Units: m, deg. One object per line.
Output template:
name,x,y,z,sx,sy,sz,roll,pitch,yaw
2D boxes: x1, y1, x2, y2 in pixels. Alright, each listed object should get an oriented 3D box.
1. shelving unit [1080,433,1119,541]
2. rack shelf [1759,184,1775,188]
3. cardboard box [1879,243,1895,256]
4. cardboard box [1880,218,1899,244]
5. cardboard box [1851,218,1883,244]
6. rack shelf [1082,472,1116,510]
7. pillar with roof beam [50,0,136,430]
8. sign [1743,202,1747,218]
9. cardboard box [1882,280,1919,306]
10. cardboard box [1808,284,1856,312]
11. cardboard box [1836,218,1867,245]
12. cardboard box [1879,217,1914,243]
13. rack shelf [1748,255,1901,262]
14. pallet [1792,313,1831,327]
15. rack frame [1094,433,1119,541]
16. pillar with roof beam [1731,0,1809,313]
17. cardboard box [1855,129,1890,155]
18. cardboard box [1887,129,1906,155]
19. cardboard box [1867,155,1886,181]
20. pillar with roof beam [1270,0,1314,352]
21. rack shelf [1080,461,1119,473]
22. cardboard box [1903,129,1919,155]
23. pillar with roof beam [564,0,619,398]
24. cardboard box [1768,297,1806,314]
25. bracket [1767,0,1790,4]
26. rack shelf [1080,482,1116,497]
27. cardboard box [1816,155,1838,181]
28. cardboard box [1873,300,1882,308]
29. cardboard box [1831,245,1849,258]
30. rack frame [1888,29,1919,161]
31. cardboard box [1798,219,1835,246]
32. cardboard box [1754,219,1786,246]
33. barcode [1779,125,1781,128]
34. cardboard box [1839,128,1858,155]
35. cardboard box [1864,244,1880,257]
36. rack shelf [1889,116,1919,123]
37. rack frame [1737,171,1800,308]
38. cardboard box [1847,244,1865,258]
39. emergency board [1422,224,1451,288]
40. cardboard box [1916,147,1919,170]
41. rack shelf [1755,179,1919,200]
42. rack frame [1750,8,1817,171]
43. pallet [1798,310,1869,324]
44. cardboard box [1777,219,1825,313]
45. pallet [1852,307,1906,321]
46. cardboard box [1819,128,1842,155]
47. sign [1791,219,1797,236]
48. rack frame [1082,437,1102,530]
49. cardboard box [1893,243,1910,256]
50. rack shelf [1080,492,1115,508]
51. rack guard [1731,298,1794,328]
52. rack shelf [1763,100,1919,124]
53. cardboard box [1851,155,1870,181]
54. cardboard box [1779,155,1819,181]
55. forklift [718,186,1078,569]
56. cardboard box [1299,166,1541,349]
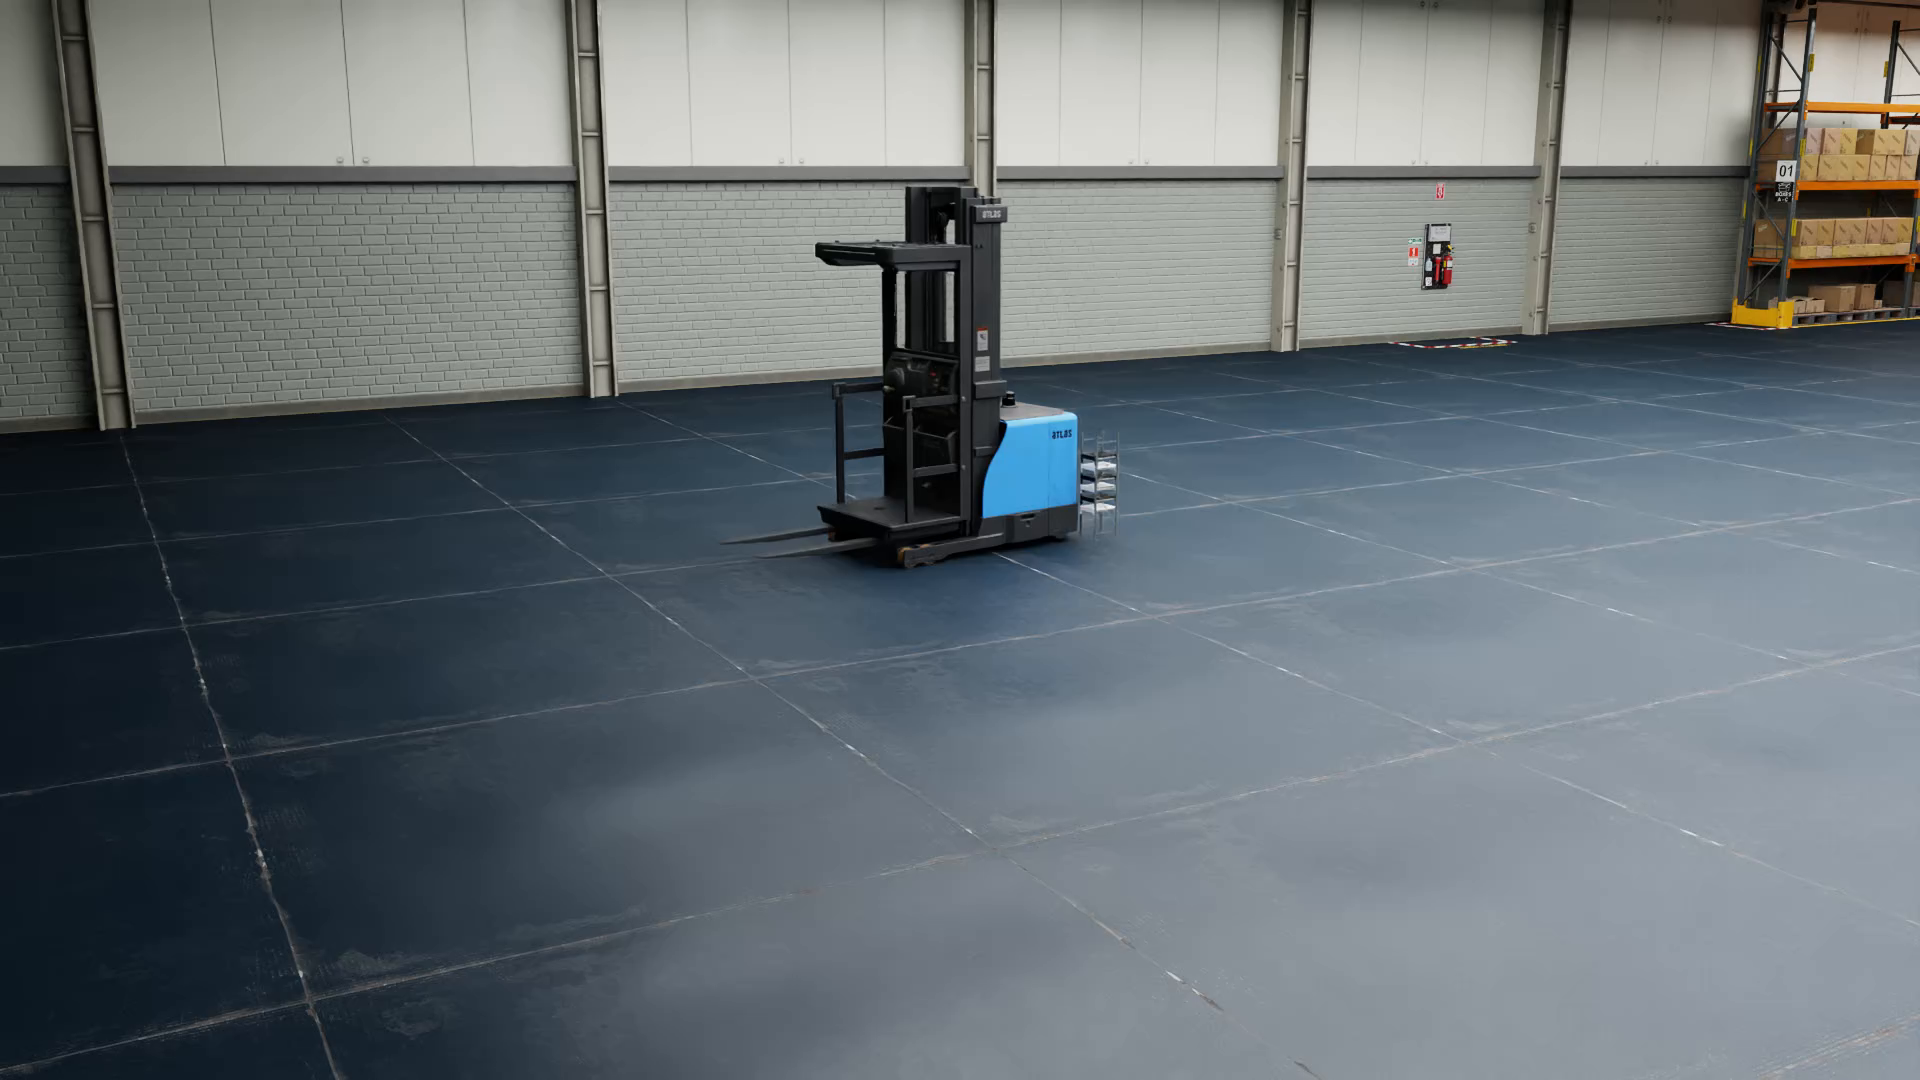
shelving unit,1.182,-0.463,14.116,0.258,0.900,0.208,-8,15,-32
rack shelf,17.664,-7.138,33.475,3.687,0.071,0.831,-7,14,-28
cardboard box,18.708,-5.944,33.983,0.500,0.250,0.500,-7,14,-28
cardboard box,18.717,-6.306,33.884,0.500,0.500,0.500,-7,14,-28
cardboard box,18.270,-6.255,33.658,0.500,0.500,0.500,-7,15,-29
rack shelf,1.181,-0.414,14.128,0.221,0.281,0.190,-8,15,-32
pillar with roof beam,-8.161,-4.927,15.505,0.400,9.000,9.100,-7,14,-28
sign,25.773,-5.995,26.807,11.725,1.973,20.841,-7,14,-28
cardboard box,20.058,-5.242,35.260,0.500,0.500,0.700,-6,14,-26
cardboard box,17.727,-4.923,33.845,0.500,0.500,0.700,-8,15,-31
cardboard box,17.814,-6.200,33.414,0.500,0.500,0.500,-6,14,-26
cardboard box,19.153,-6.359,34.122,0.500,0.500,0.500,-7,14,-28
rack shelf,17.664,-5.735,33.791,3.809,0.052,0.919,-7,14,-28
pallet,16.705,-4.472,33.497,1.213,0.211,1.003,-7,14,-28
rack frame,1.236,-0.444,14.033,0.240,0.900,0.006,-8,15,-32
pillar with roof beam,18.171,-8.083,29.529,0.548,9.000,9.100,-7,14,-28
cardboard box,18.180,-7.954,33.239,0.500,0.500,0.500,-7,15,-30
cardboard box,25.642,-5.667,26.837,7.127,2.151,19.182,-6,14,-25
cardboard box,18.176,-7.471,33.369,0.500,0.500,0.500,-7,15,-30
pillar with roof beam,7.638,-6.820,23.919,0.400,9.000,9.100,-7,14,-28
rack shelf,1.181,-0.606,14.084,0.258,0.077,0.200,-8,15,-32
cardboard box,19.110,-8.071,33.757,0.550,0.500,0.550,-7,14,-27
pillar with roof beam,-2.894,-5.558,18.310,0.400,9.000,9.100,-7,14,-28
cardboard box,16.559,-4.704,33.299,0.500,0.311,0.500,-9,15,-34
bracket,15.914,-10.556,32.322,0.430,0.232,0.235,-7,14,-28
rack shelf,1.181,-0.431,14.124,0.258,0.077,0.200,-8,15,-32
cardboard box,16.810,-7.304,32.626,0.500,0.500,0.500,-6,14,-24
cardboard box,18.964,-4.936,34.663,0.250,0.166,0.380,-9,16,-35
cardboard box,17.388,-5.782,33.265,0.500,0.250,0.500,-7,15,-29
rack frame,19.421,-9.092,34.014,0.053,2.616,0.949,-7,14,-28
cardboard box,16.910,-6.090,32.926,0.500,0.500,0.500,-7,14,-28
cardboard box,16.220,-6.138,33.140,0.500,0.500,0.500,-7,14,-28
barcode,16.292,-8.209,33.050,0.075,0.075,0.001,-7,14,-28
cardboard box,17.272,-7.848,32.766,0.500,0.500,0.500,-6,14,-26
cardboard box,18.274,-5.888,33.735,0.500,0.250,0.500,-7,14,-28
rack shelf,21.175,-8.853,35.054,3.809,0.124,0.919,-7,14,-28
rack frame,15.909,-5.745,32.806,0.127,3.000,1.000,-7,14,-28
cardboard box,17.833,-5.835,33.499,0.500,0.250,0.500,-7,14,-27
emergency board,8.627,-5.103,29.951,0.585,1.158,0.155,-7,14,-28
cardboard box,19.938,-7.925,34.477,0.500,0.500,0.500,-5,13,-20
rack shelf,17.664,-7.068,33.491,4.000,0.370,1.077,-7,14,-28
rack frame,15.909,-8.672,32.147,0.127,3.000,1.000,-7,14,-28
pallet,17.775,-4.599,34.064,1.213,0.211,1.003,-7,14,-28
cardboard box,16.760,-5.445,33.112,1.284,1.840,0.795,-6,14,-23
pallet,18.847,-4.728,34.638,1.213,0.211,1.003,-7,14,-28
cardboard box,16.828,-7.792,32.517,0.500,0.500,0.500,-7,14,-29
sign,16.169,-6.063,32.247,0.005,0.325,0.100,-7,14,-28
rack frame,1.126,-0.482,14.200,0.228,0.785,0.003,-8,15,-32
cardboard box,19.149,-5.994,34.209,0.500,0.250,0.500,-7,14,-28
rack shelf,1.181,-0.343,14.144,0.258,0.077,0.200,-8,15,-32
rack guard,15.975,-4.534,33.116,0.348,0.500,1.175,-7,14,-28
rack shelf,17.664,-8.530,33.162,4.000,0.370,1.077,-7,14,-28
cardboard box,17.724,-7.420,33.141,0.500,0.500,0.500,-6,14,-24
cardboard box,16.322,-7.254,32.406,0.500,0.500,0.500,-6,14,-26
forklift,-3.256,-5.410,17.659,51.999,9.002,20.543,-9,16,-36
cardboard box,17.589,-3.166,20.555,14.073,3.347,25.570,-7,14,-27
